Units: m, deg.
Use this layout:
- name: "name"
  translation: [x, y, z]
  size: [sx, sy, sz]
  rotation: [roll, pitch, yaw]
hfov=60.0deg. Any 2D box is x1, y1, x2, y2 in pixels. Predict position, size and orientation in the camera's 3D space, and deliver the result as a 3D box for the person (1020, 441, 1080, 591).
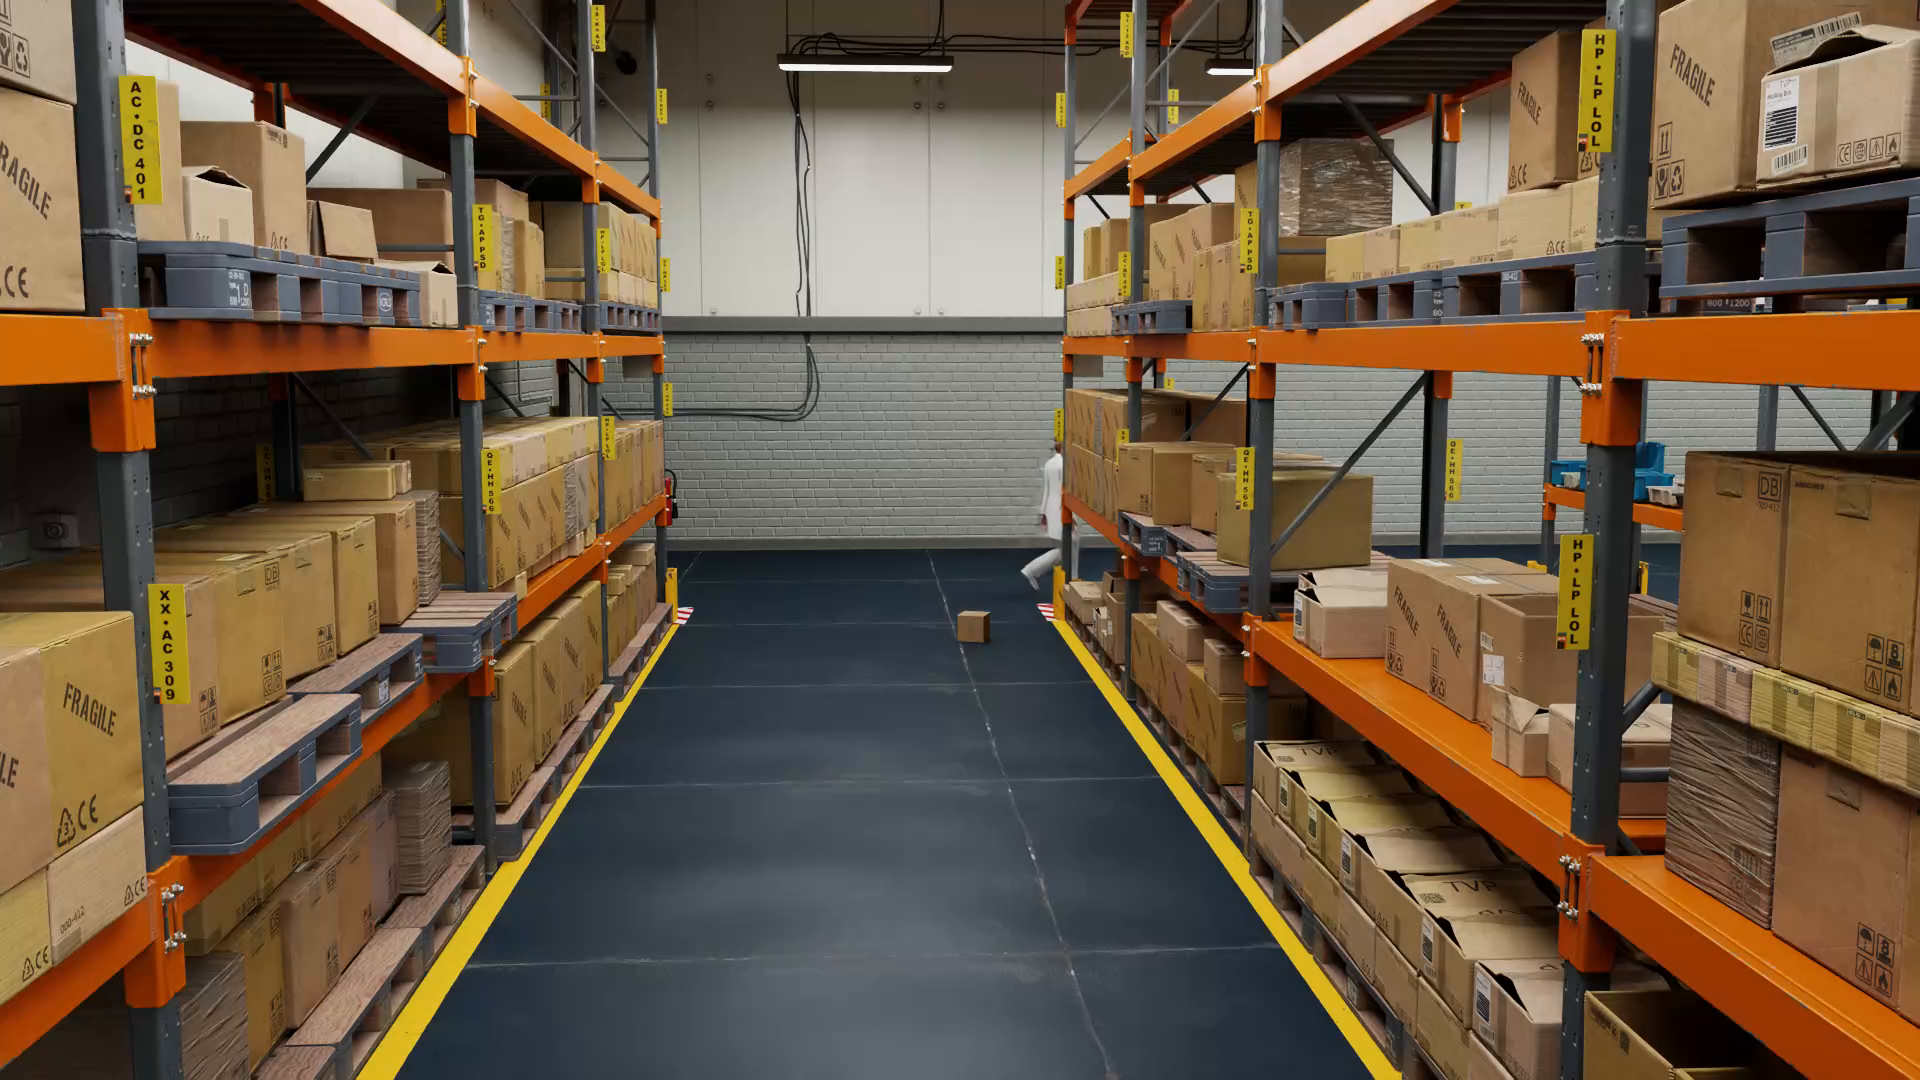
- name: "person"
  translation: [1.050, -0.268, 18.015]
  size: [0.905, 1.745, 0.635]
  rotation: [-3, 7, -21]
